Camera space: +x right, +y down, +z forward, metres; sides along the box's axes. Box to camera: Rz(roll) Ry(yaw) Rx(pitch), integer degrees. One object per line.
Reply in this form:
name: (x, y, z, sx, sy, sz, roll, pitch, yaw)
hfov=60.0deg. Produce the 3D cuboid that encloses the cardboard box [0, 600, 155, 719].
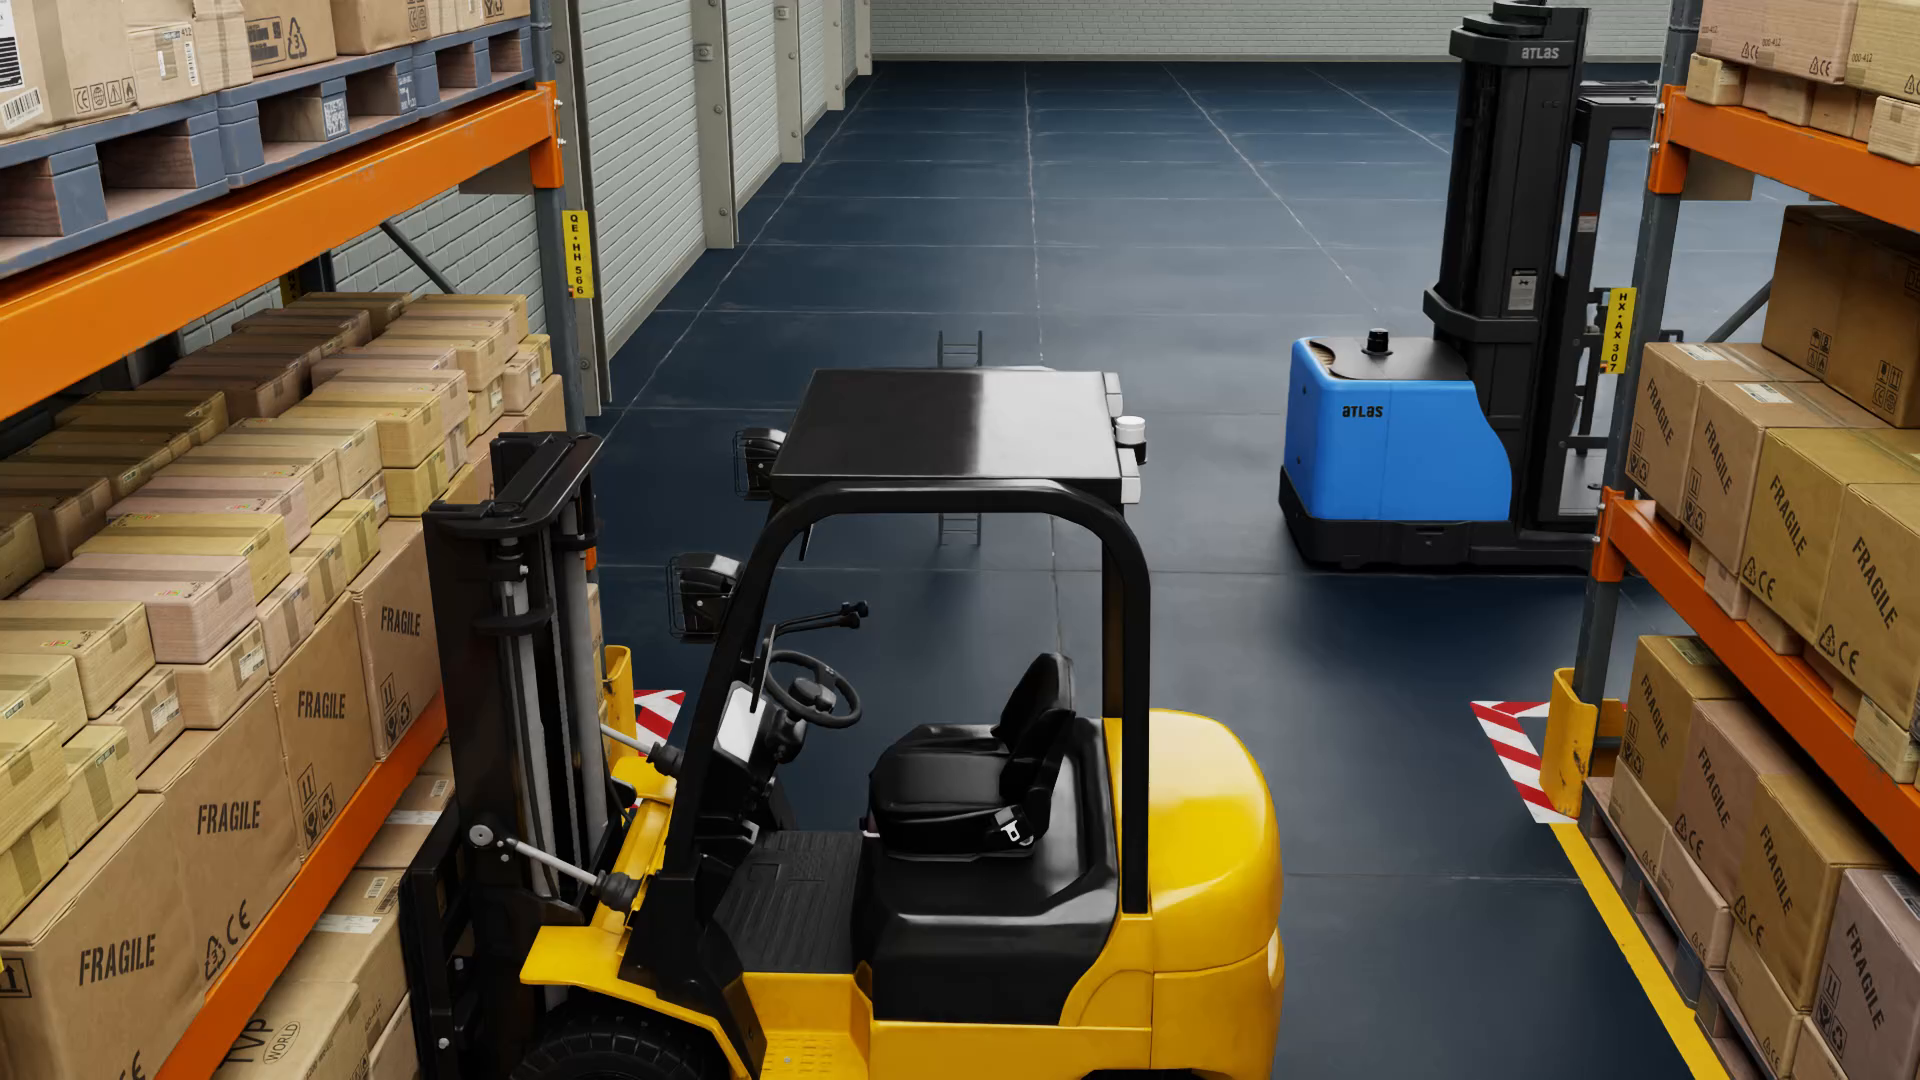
cardboard box: (-1.865, 0.236, 3.327, 0.380, 0.149, 0.250, 0, 21, 1)

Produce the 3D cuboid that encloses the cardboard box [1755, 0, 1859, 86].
cardboard box: (2.689, -1.476, 4.835, 0.500, 0.250, 0.500, 0, 21, 1)

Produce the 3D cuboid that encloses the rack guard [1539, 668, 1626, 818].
rack guard: (2.993, 0.824, 6.715, 1.175, 0.500, 0.348, 1, 21, 2)

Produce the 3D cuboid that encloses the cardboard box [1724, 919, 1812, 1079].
cardboard box: (2.667, 1.387, 5.027, 0.500, 0.250, 0.500, 2, 21, 5)

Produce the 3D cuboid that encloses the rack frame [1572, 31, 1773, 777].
rack frame: (2.995, -0.369, 6.334, 1.000, 3.000, 0.127, 1, 21, 2)

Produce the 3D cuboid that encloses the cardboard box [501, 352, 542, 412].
cardboard box: (-1.675, -0.550, 5.766, 0.380, 0.149, 0.250, 1, 21, 2)

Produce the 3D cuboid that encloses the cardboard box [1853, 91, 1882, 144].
cardboard box: (2.713, -1.157, 4.565, 0.380, 0.149, 0.250, 0, 21, 0)

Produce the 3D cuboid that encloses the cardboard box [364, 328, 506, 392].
cardboard box: (-1.724, -0.594, 5.467, 0.380, 0.149, 0.250, 1, 21, 3)

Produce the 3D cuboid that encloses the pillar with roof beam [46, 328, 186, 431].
pillar with roof beam: (1.415, -2.930, 4.641, 9.100, 9.000, 0.400, 1, 21, 2)

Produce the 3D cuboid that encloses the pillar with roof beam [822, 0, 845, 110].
pillar with roof beam: (2.145, -11.608, 27.005, 9.100, 9.000, 0.400, 1, 21, 2)

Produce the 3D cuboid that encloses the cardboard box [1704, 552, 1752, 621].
cardboard box: (2.642, 0.146, 5.353, 0.380, 0.149, 0.250, 1, 21, 2)

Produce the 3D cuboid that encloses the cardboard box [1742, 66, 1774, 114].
cardboard box: (2.742, -1.438, 5.290, 0.380, 0.149, 0.250, 0, 21, 0)

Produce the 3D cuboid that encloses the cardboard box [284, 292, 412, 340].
cardboard box: (-2.190, -0.791, 5.975, 0.380, 0.149, 0.250, 0, 21, 1)

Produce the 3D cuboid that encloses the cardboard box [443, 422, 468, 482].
cardboard box: (-1.724, -0.271, 5.045, 0.380, 0.149, 0.250, 0, 21, 0)

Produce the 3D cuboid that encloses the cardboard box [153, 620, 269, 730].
cardboard box: (-1.747, 0.286, 3.611, 0.380, 0.149, 0.250, 1, 21, 3)

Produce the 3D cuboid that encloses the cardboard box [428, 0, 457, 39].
cardboard box: (-1.696, -1.606, 4.842, 0.396, 0.266, 0.258, 1, 21, 2)

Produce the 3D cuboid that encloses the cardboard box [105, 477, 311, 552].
cardboard box: (-1.822, -0.043, 4.046, 0.380, 0.149, 0.250, 1, 21, 1)

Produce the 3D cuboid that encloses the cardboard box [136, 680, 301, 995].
cardboard box: (-1.814, 0.631, 3.618, 0.500, 0.500, 0.500, 1, 21, 3)

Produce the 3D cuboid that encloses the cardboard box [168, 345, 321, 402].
cardboard box: (-2.248, -0.512, 5.256, 0.380, 0.149, 0.250, 1, 21, 2)

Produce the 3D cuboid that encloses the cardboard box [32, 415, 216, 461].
cardboard box: (-2.266, -0.232, 4.535, 0.380, 0.149, 0.250, 1, 21, 2)

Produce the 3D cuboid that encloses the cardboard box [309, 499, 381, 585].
cardboard box: (-1.748, 0.004, 4.338, 0.380, 0.149, 0.250, 0, 21, 1)

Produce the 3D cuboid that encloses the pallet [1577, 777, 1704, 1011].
pallet: (2.933, 1.252, 6.011, 1.003, 0.211, 1.213, 1, 21, 2)

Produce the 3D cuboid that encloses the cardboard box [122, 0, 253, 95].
cardboard box: (-1.739, -1.088, 3.506, 0.396, 0.266, 0.258, 0, 21, 0)

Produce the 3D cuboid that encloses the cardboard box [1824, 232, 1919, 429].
cardboard box: (3.175, -0.651, 5.128, 0.700, 0.500, 0.500, 1, 21, 2)

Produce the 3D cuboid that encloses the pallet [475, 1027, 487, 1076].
pallet: (-1.988, 1.594, 5.128, 1.003, 0.211, 1.213, 1, 21, 2)

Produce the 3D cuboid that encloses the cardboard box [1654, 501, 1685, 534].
cardboard box: (2.778, -0.132, 6.069, 0.380, 0.149, 0.250, 1, 21, 2)

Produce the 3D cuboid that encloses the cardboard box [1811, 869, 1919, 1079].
cardboard box: (2.651, 1.228, 4.401, 0.500, 0.500, 0.500, 2, 21, 4)

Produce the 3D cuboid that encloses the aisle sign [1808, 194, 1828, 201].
aisle sign: (3.287, -1.600, 5.913, 0.394, 0.787, 0.004, 1, 21, 2)

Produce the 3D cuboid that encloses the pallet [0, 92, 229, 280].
pallet: (-2.088, -0.642, 3.013, 1.003, 0.211, 1.213, 1, 21, 2)

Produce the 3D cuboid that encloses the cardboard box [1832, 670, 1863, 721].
cardboard box: (2.682, 0.431, 4.618, 0.380, 0.149, 0.250, 0, 21, 0)

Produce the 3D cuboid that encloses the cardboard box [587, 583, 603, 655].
cardboard box: (-1.668, 0.367, 6.274, 0.500, 0.250, 0.500, 1, 21, 3)

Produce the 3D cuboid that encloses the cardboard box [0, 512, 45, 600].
cardboard box: (-2.363, 0.046, 3.816, 0.380, 0.149, 0.250, 0, 21, 1)

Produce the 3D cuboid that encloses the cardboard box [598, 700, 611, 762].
cardboard box: (-1.665, 0.837, 6.446, 0.500, 0.250, 0.500, 1, 21, 2)

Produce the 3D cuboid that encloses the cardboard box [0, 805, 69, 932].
cardboard box: (-1.815, 0.562, 2.898, 0.380, 0.149, 0.250, 0, 21, 1)

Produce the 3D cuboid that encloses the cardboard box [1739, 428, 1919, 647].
cardboard box: (2.677, -0.015, 4.871, 0.500, 0.500, 0.500, 0, 21, 1)

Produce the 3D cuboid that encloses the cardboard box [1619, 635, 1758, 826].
cardboard box: (2.694, 0.664, 5.854, 0.500, 0.500, 0.500, 0, 21, 0)

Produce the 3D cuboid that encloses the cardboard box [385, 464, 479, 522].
cardboard box: (-1.759, 0.084, 5.026, 0.500, 0.500, 0.500, 0, 21, 1)

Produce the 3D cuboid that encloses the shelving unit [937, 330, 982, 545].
shelving unit: (0.000, -0.565, 9.325, 0.258, 1.200, 0.189, 1, 21, 2)

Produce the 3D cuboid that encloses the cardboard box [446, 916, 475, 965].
cardboard box: (-1.708, 1.159, 4.925, 0.500, 0.250, 0.500, 1, 21, 1)

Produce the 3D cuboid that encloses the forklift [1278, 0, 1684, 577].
forklift: (3.405, -1.361, 8.985, 3.031, 2.935, 1.130, 0, 21, 1)

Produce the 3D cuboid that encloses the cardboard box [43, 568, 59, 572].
cardboard box: (-2.300, 0.089, 4.118, 0.380, 0.149, 0.250, 0, 21, 1)

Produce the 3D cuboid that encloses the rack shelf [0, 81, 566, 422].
rack shelf: (-2.027, -0.762, 4.195, 1.077, 0.370, 4.000, 1, 21, 2)

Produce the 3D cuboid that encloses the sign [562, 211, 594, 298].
sign: (-1.424, -1.062, 6.191, 0.100, 0.325, 0.005, 1, 21, 2)

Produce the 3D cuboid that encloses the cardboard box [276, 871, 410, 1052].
cardboard box: (-1.730, 1.107, 4.366, 0.500, 0.250, 0.500, 1, 21, 3)

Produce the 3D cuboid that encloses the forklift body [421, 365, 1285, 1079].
forklift body: (-0.200, 0.679, 4.806, 2.313, 2.155, 1.214, 1, 21, 2)

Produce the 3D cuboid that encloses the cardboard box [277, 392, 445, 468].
cardboard box: (-1.705, -0.316, 4.750, 0.380, 0.149, 0.250, 1, 21, 3)
